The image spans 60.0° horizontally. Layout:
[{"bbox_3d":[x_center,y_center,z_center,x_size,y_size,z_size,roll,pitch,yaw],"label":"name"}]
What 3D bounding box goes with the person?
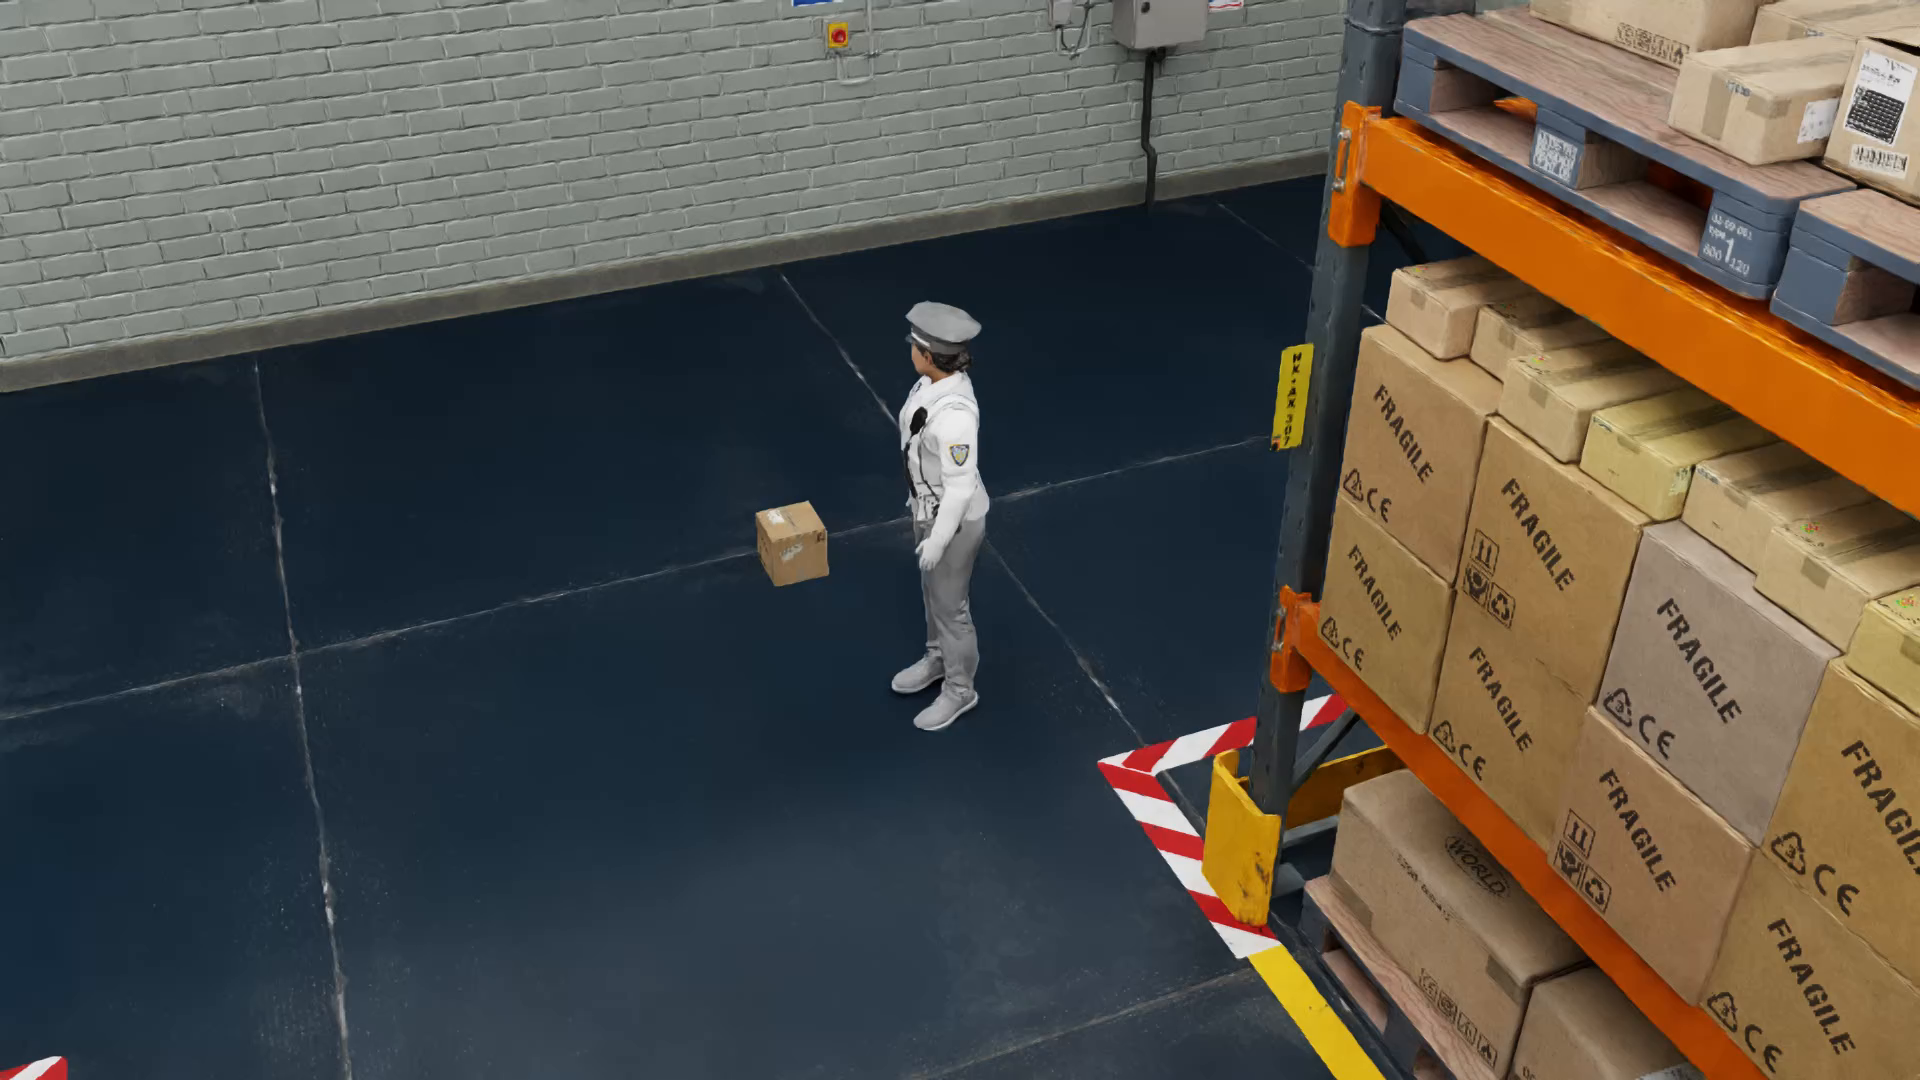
[{"bbox_3d":[-0.082,-0.078,6.242,0.378,1.721,0.534,-4,34,-6],"label":"person"}]
